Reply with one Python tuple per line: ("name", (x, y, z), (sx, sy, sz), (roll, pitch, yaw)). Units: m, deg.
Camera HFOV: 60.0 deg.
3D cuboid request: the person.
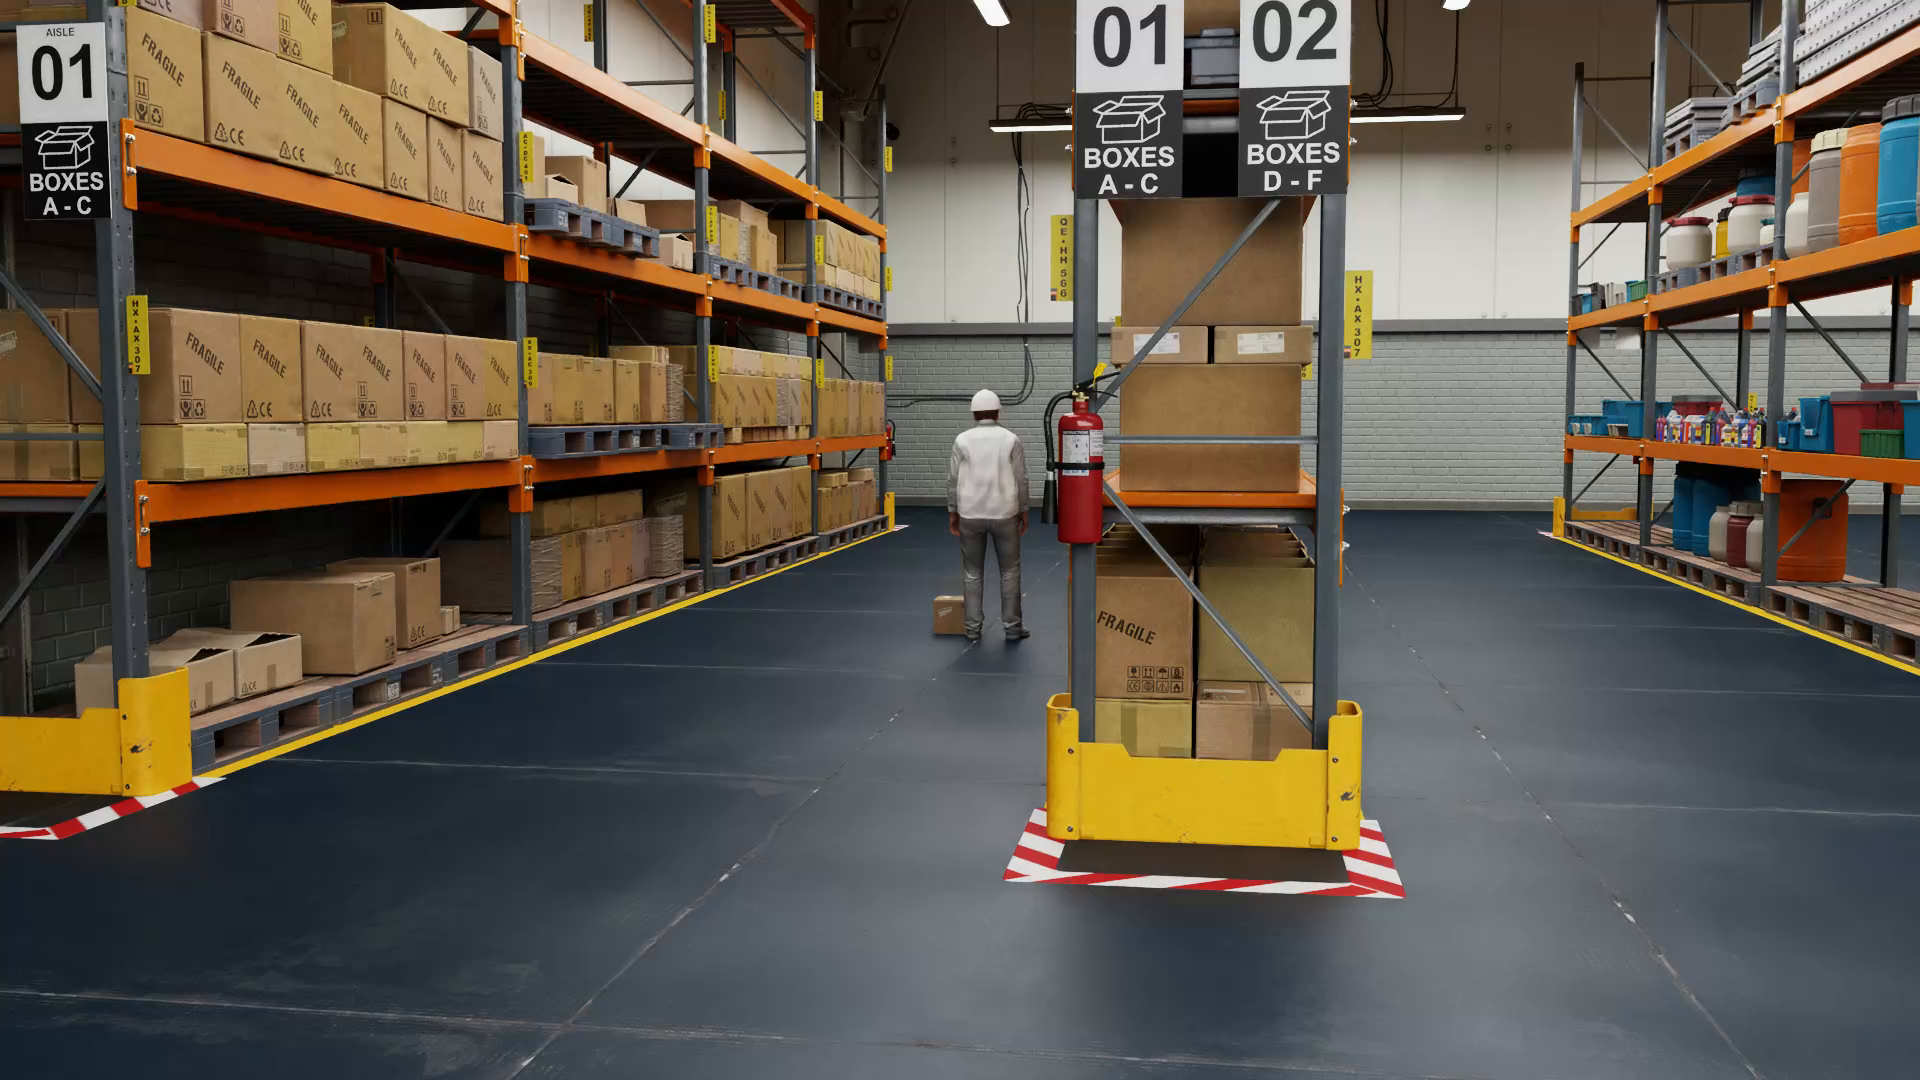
("person", (0.209, -0.182, 11.832), (0.579, 1.767, 0.464), (0, 4, 5))
